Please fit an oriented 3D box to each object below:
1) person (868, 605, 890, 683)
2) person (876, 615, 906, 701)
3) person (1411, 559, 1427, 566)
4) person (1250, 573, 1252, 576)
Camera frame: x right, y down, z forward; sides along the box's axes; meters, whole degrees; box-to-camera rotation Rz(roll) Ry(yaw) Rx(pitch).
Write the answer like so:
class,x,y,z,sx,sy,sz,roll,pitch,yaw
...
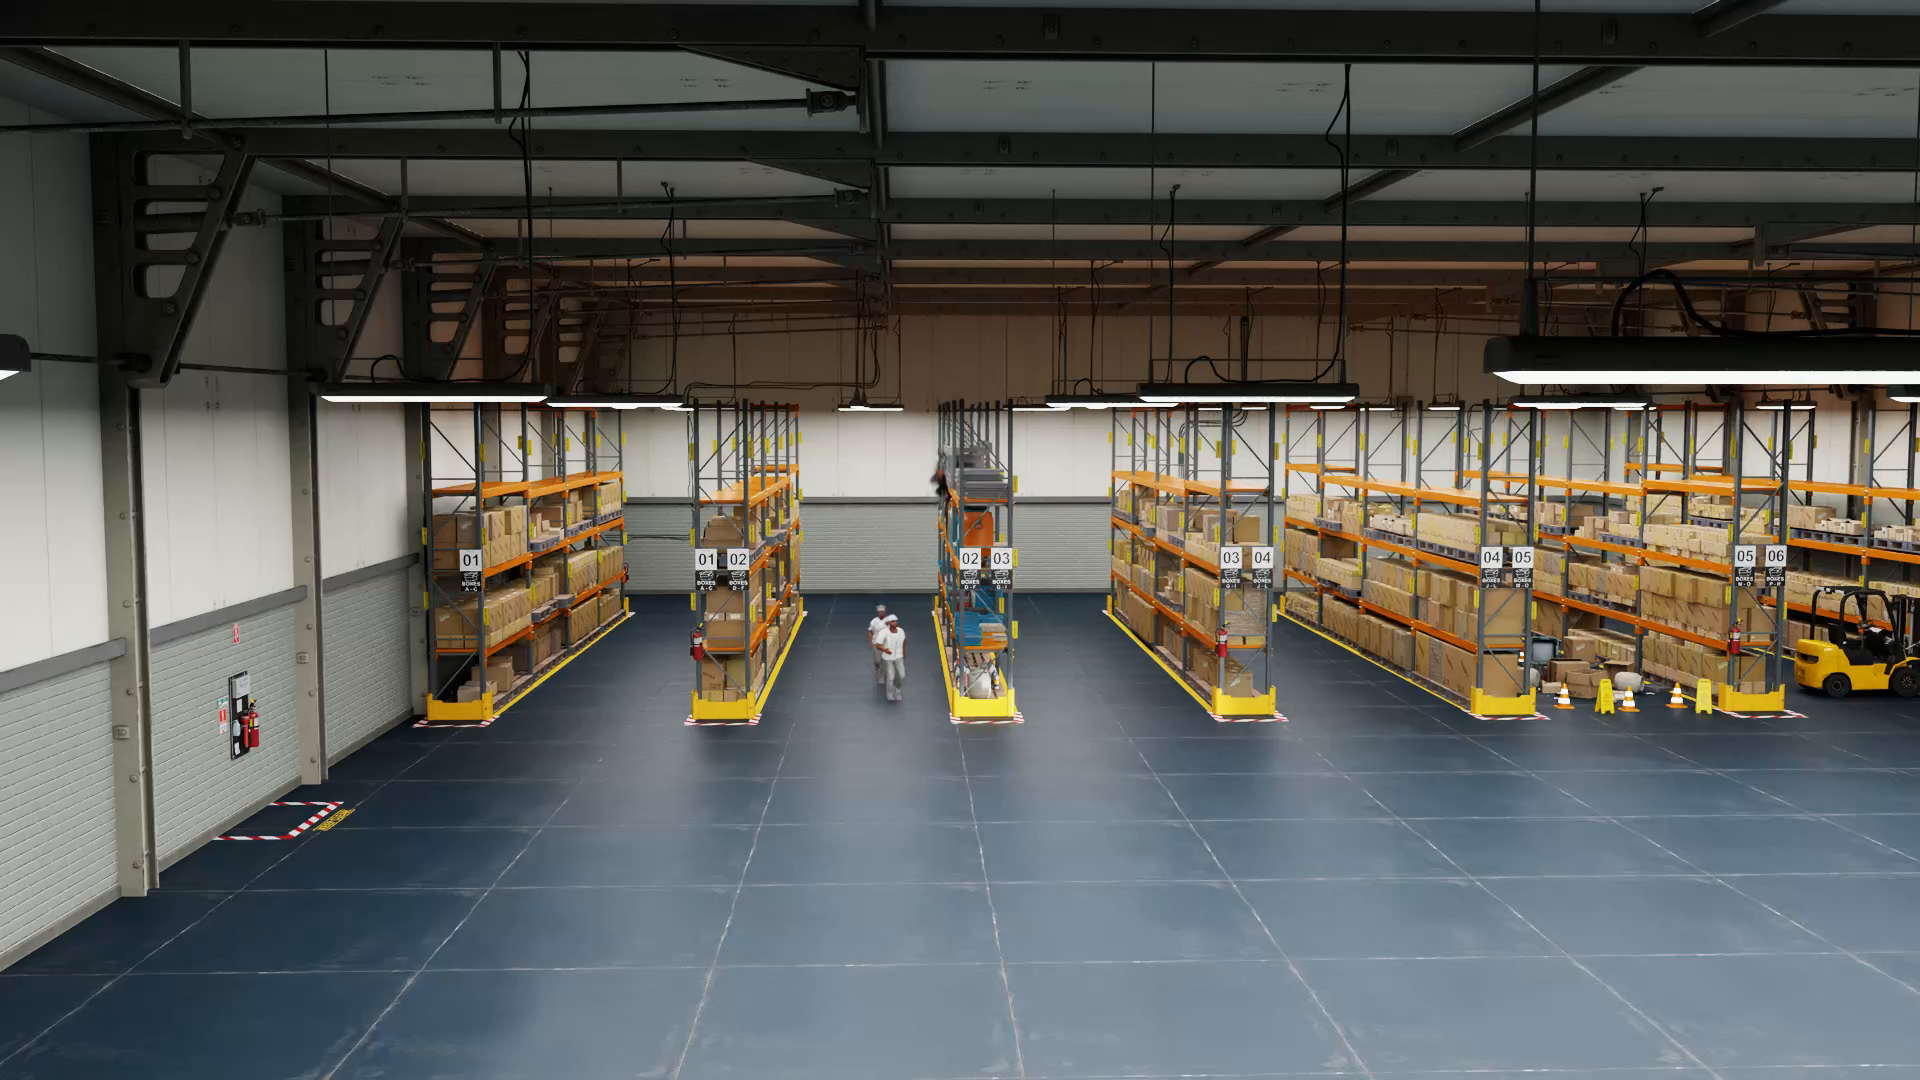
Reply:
class,x,y,z,sx,sy,sz,roll,pitch,yaw
person,-1.678,2.212,35.519,0.583,1.662,0.558,0,4,-4
person,-1.323,2.348,32.956,0.699,1.739,0.631,-2,5,-21
person,13.484,1.110,49.260,0.684,1.755,0.741,0,4,6
person,8.690,1.213,48.321,0.911,1.683,0.721,-3,6,-38
